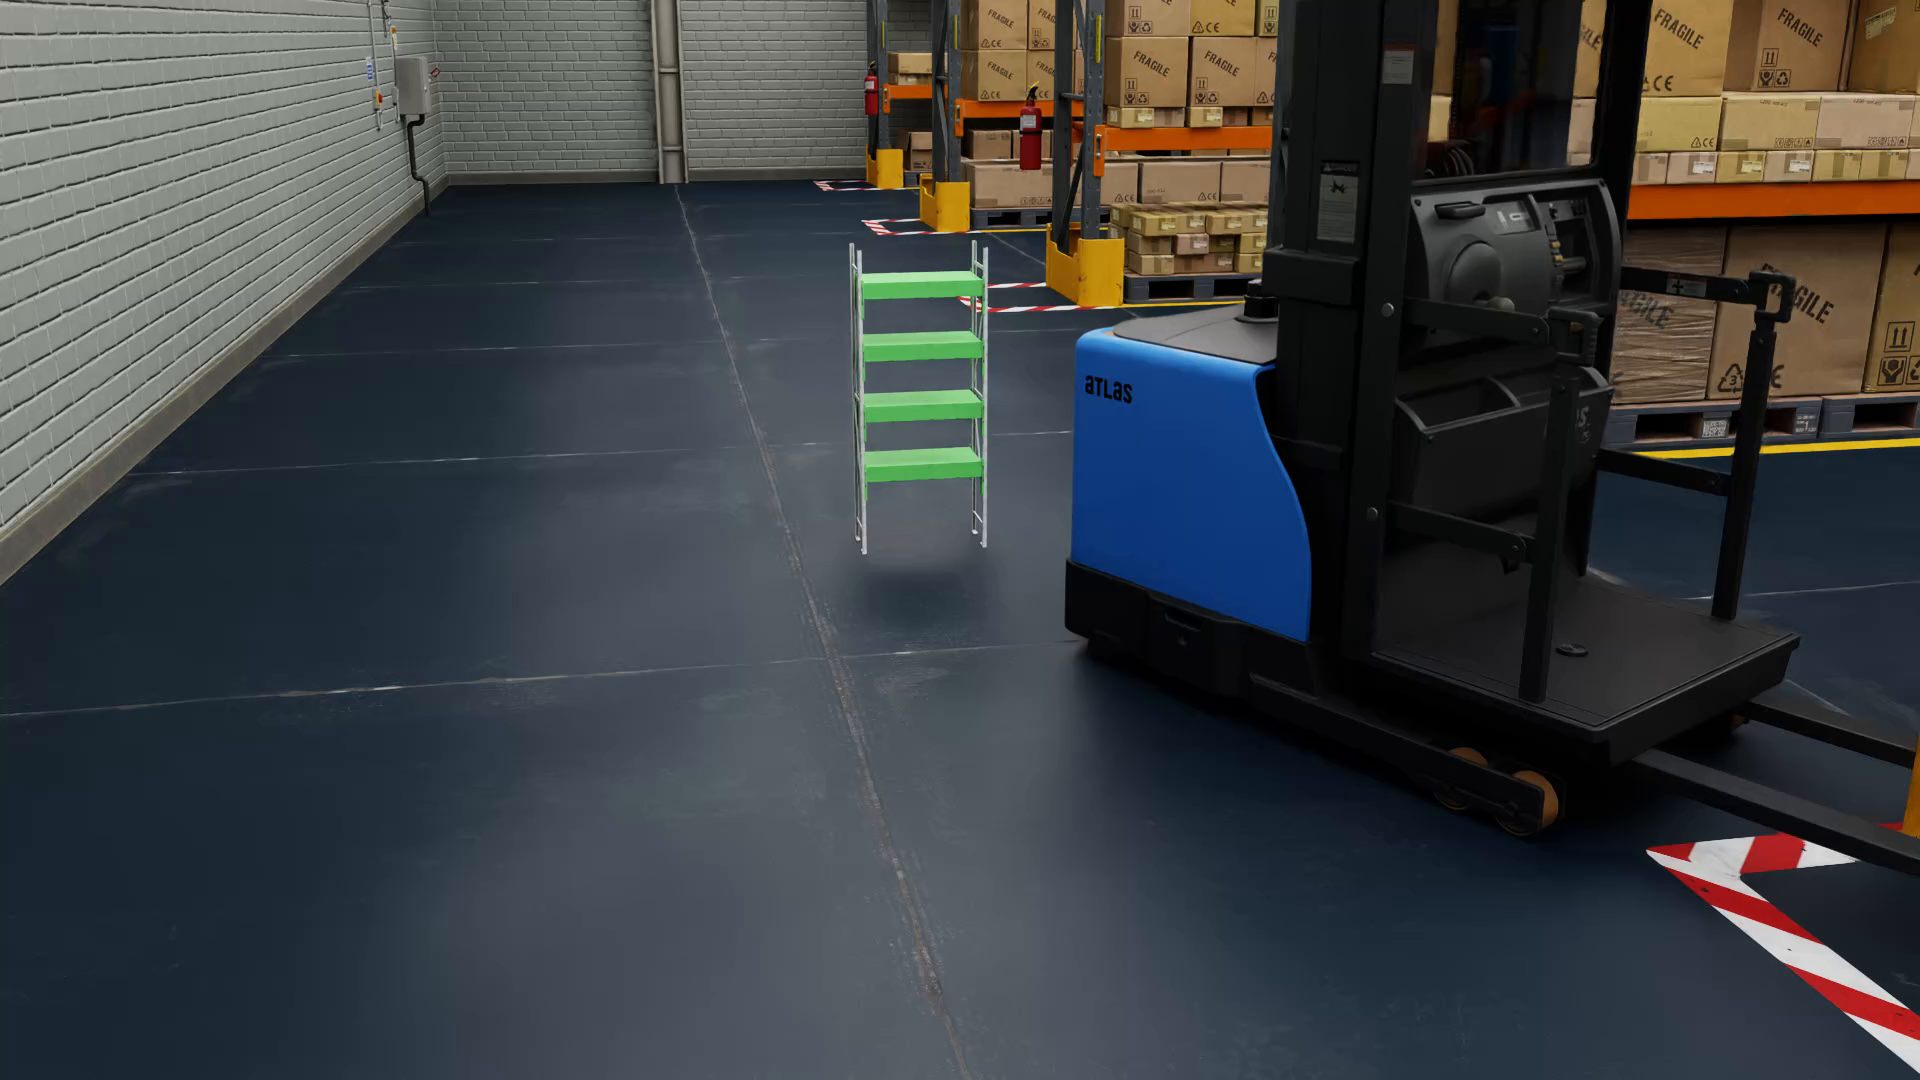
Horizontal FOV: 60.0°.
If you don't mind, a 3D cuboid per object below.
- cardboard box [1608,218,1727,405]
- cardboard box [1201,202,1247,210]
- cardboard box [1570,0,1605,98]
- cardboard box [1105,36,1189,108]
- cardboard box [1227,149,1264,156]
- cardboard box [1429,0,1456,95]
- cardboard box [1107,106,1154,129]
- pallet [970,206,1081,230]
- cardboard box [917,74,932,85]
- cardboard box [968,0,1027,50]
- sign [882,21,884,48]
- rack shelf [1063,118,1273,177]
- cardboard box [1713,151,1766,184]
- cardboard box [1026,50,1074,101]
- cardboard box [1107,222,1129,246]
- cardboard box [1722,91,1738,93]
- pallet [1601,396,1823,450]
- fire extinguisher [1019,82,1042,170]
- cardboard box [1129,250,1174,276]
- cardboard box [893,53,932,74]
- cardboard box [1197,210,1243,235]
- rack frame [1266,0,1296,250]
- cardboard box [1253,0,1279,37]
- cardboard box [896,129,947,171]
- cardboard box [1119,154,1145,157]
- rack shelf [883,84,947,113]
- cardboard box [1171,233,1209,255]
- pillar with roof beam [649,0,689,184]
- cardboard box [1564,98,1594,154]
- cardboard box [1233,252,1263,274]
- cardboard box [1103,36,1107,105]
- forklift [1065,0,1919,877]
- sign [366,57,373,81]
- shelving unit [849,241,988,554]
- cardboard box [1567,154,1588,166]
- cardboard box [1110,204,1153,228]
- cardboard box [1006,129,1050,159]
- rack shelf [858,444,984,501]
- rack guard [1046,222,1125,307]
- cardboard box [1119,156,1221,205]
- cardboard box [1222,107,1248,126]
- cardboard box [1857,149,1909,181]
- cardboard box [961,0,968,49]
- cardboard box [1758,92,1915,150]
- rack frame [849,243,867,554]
[{"bbox_3d":[3.241,-1.218,8.574,0.875,0.875,0.875,-3,17,-10],"label":"cardboard box"},{"bbox_3d":[2.119,-2.629,13.389,0.250,0.149,0.380,-4,18,-13],"label":"cardboard box"},{"bbox_3d":[2.748,-2.330,7.760,0.500,0.500,0.500,-4,17,-12],"label":"cardboard box"},{"bbox_3d":[1.386,-3.495,12.404,0.500,0.500,0.500,-2,17,-8],"label":"cardboard box"},{"bbox_3d":[3.875,-5.435,22.939,0.500,0.500,0.500,-3,17,-11],"label":"cardboard box"},{"bbox_3d":[2.163,-2.456,8.170,0.500,0.500,0.500,-3,17,-10],"label":"cardboard box"},{"bbox_3d":[1.273,-3.163,12.429,0.250,0.149,0.380,-3,17,-11],"label":"cardboard box"},{"bbox_3d":[0.625,-3.515,17.896,1.213,0.211,1.003,-3,17,-10],"label":"pallet"},{"bbox_3d":[-0.475,-6.058,21.855,0.250,0.149,0.380,-3,17,-9],"label":"cardboard box"},{"bbox_3d":[0.380,-5.251,16.926,0.500,0.500,0.500,-4,17,-12],"label":"cardboard box"},{"bbox_3d":[-0.988,-6.469,21.290,0.005,0.325,0.100,-3,17,-10],"label":"sign"},{"bbox_3d":[2.857,-3.127,13.109,4.000,0.370,1.077,-3,17,-10],"label":"rack shelf"},{"bbox_3d":[3.656,-1.815,8.039,0.250,0.149,0.380,-4,17,-12],"label":"cardboard box"},{"bbox_3d":[0.872,-4.809,17.189,0.500,0.500,0.500,-3,17,-11],"label":"cardboard box"},{"bbox_3d":[1.357,-2.451,13.317,0.250,0.149,0.380,-4,17,-12],"label":"cardboard box"},{"bbox_3d":[3.669,-2.185,8.565,0.500,0.250,0.500,-3,17,-10],"label":"cardboard box"},{"bbox_3d":[3.700,-0.725,8.813,1.213,0.211,1.003,-3,17,-10],"label":"pallet"},{"bbox_3d":[0.558,-3.263,13.094,0.183,0.674,0.296,-3,17,-10],"label":"fire extinguisher"},{"bbox_3d":[1.468,-2.134,12.792,0.250,0.149,0.380,-3,17,-9],"label":"cardboard box"},{"bbox_3d":[-0.594,-6.230,21.734,0.500,0.250,0.500,-3,17,-10],"label":"cardboard box"},{"bbox_3d":[1.991,-2.440,12.775,0.250,0.149,0.380,-3,17,-11],"label":"cardboard box"},{"bbox_3d":[1.735,-1.924,7.967,0.127,3.000,1.000,-3,17,-10],"label":"rack frame"},{"bbox_3d":[2.393,-4.028,12.439,0.500,0.500,0.500,-4,17,-12],"label":"cardboard box"},{"bbox_3d":[-0.472,-5.226,22.253,0.637,0.503,0.797,-4,18,-13],"label":"cardboard box"},{"bbox_3d":[2.345,-5.157,22.632,0.250,0.149,0.380,-4,17,-12],"label":"cardboard box"},{"bbox_3d":[0.873,-5.979,22.395,4.000,0.370,1.077,-3,17,-10],"label":"rack shelf"},{"bbox_3d":[1.736,-2.294,12.805,0.250,0.149,0.380,-3,17,-11],"label":"cardboard box"},{"bbox_3d":[-3.092,-7.948,17.362,0.400,9.000,9.100,-3,17,-10],"label":"pillar with roof beam"},{"bbox_3d":[2.766,-1.974,7.879,0.500,0.250,0.500,-3,17,-11],"label":"cardboard box"},{"bbox_3d":[2.224,-2.171,12.911,0.250,0.149,0.380,-3,17,-10],"label":"cardboard box"},{"bbox_3d":[1.285,-3.649,12.905,0.500,0.500,0.500,-3,17,-9],"label":"cardboard box"},{"bbox_3d":[1.676,-0.799,4.422,1.130,2.935,3.031,-14,22,-37],"label":"forklift"},{"bbox_3d":[-5.728,-4.572,16.128,0.001,0.218,0.327,-3,17,-10],"label":"sign"},{"bbox_3d":[-0.163,-0.564,6.606,0.503,1.200,0.258,-3,17,-10],"label":"shelving unit"},{"bbox_3d":[2.905,-1.772,7.902,0.250,0.149,0.380,-4,17,-11],"label":"cardboard box"},{"bbox_3d":[1.365,-2.584,13.244,0.250,0.149,0.380,-3,17,-10],"label":"cardboard box"},{"bbox_3d":[0.913,-5.261,22.374,0.500,0.500,0.500,-3,17,-9],"label":"cardboard box"},{"bbox_3d":[-0.163,-0.274,6.695,0.480,0.148,0.258,-3,17,-10],"label":"rack shelf"},{"bbox_3d":[0.968,-2.169,13.021,0.348,0.500,1.175,-3,17,-10],"label":"rack guard"},{"bbox_3d":[2.266,-3.925,18.132,0.875,0.438,0.875,-4,17,-12],"label":"cardboard box"},{"bbox_3d":[2.018,-3.243,12.688,0.250,0.149,0.380,-2,17,-8],"label":"cardboard box"},{"bbox_3d":[4.414,-1.858,8.179,0.250,0.149,0.380,-3,17,-9],"label":"cardboard box"},{"bbox_3d":[0.283,-5.402,17.418,0.500,0.500,0.500,-3,17,-9],"label":"cardboard box"},{"bbox_3d":[4.270,-2.059,8.155,0.500,0.250,0.500,-3,17,-9],"label":"cardboard box"},{"bbox_3d":[-0.402,-0.551,6.561,0.015,1.200,0.240,-3,17,-10],"label":"rack frame"}]
